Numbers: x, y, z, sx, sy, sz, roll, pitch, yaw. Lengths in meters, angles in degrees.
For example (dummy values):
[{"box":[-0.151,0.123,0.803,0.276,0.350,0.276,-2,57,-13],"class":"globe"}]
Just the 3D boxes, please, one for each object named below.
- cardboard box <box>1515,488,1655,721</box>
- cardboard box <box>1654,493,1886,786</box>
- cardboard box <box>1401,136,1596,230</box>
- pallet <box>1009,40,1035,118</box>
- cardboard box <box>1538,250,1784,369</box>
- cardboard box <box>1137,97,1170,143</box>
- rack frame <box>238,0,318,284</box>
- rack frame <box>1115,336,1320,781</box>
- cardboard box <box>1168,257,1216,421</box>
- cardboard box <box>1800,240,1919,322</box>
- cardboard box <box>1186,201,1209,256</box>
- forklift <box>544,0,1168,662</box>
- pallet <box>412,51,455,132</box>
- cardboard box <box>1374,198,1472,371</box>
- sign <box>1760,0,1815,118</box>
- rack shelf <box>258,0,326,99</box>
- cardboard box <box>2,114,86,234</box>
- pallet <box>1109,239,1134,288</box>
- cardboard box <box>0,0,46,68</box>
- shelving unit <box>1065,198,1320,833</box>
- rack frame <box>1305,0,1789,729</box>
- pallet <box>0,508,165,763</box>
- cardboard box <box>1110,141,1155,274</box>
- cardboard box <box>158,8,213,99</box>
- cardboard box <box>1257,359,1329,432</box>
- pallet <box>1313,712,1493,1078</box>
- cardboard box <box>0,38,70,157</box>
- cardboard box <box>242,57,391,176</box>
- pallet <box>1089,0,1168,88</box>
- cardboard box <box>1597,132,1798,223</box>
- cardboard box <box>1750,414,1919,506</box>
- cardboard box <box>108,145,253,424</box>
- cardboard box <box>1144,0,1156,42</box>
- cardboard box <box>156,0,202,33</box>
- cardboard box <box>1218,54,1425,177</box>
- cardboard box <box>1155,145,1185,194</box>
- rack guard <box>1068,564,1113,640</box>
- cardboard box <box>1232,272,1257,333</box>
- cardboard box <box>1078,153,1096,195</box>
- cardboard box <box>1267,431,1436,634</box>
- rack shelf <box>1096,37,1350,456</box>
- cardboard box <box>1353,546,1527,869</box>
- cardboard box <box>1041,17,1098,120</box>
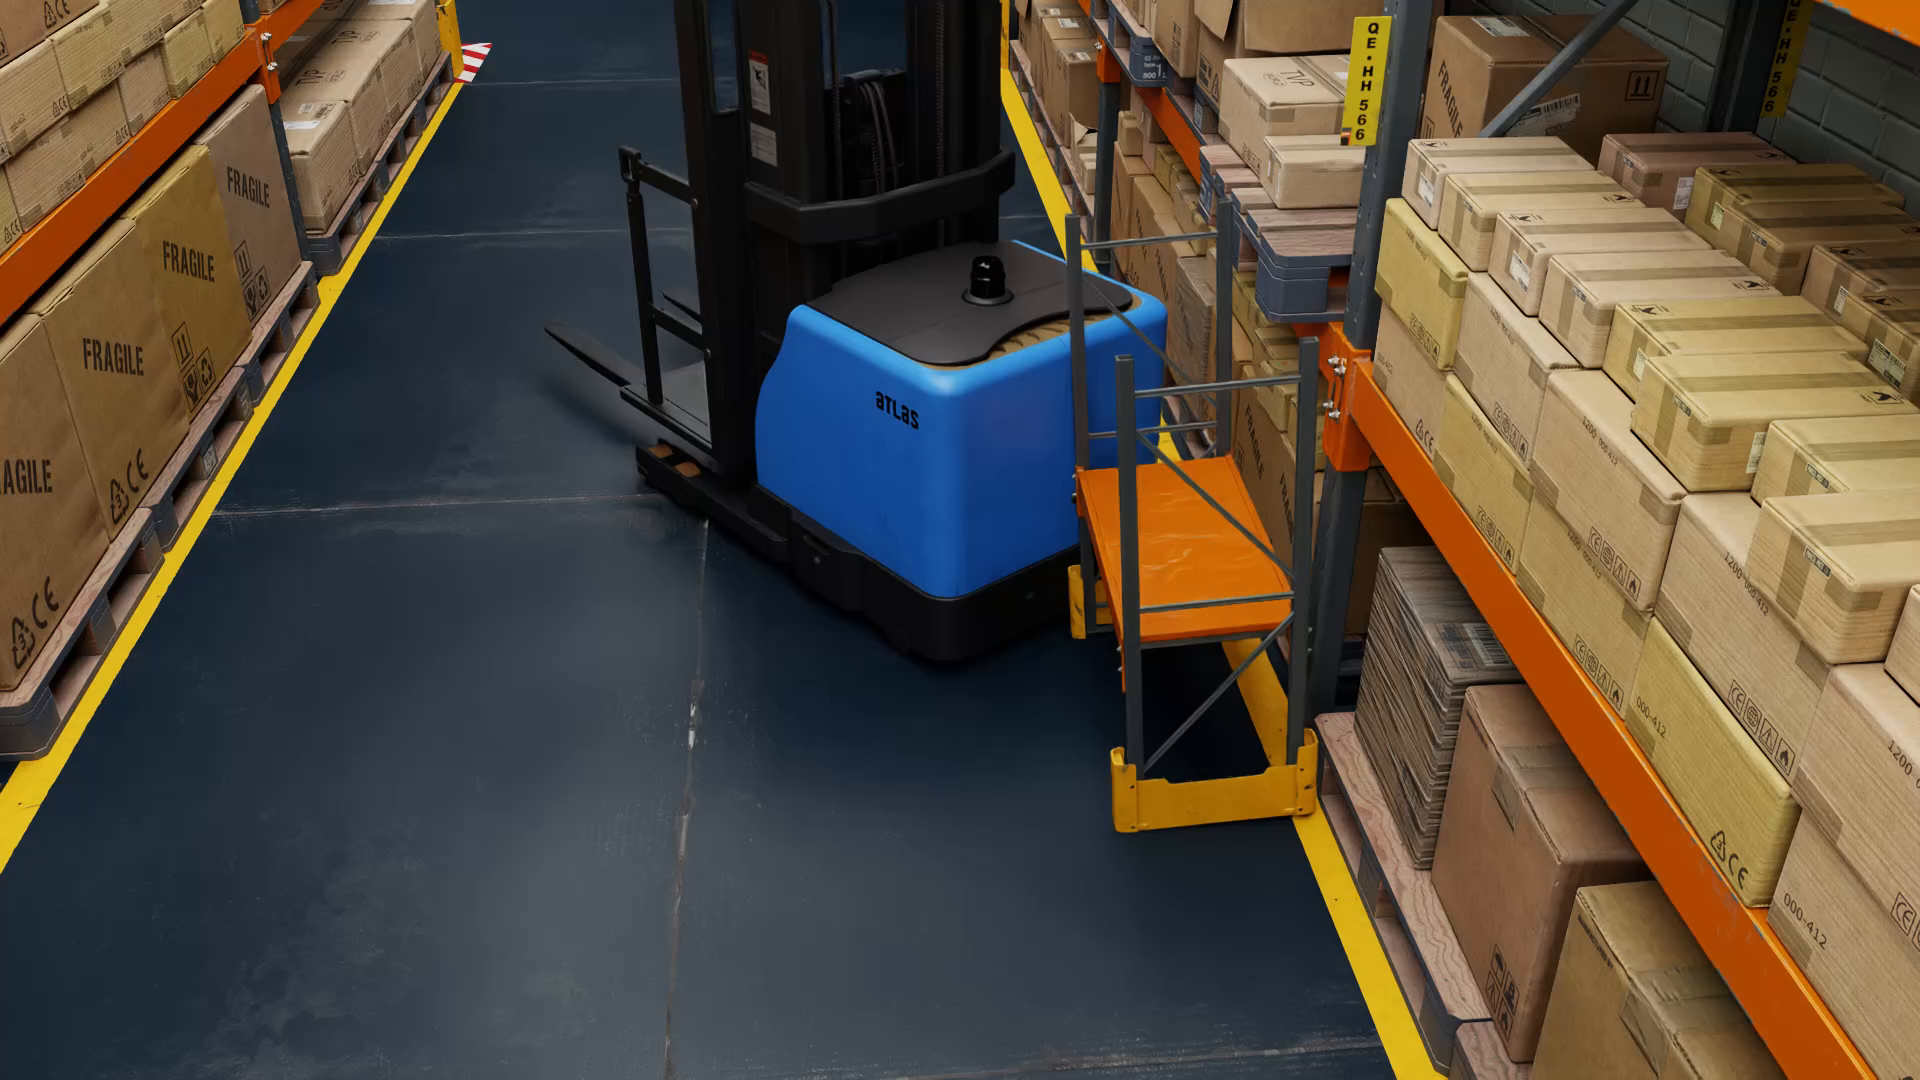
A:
[{"box":[1.465,0.095,3.312,0.500,0.250,0.500,-4,31,-6],"class":"cardboard box"},{"box":[1.517,0.144,2.742,0.500,0.250,0.500,-2,31,-4],"class":"cardboard box"},{"box":[1.306,-0.872,4.054,0.380,0.149,0.250,-2,31,-3],"class":"cardboard box"},{"box":[0.905,-3.169,11.349,1.003,0.211,1.213,-3,31,-5],"class":"pallet"},{"box":[1.419,-0.473,3.386,0.380,0.149,0.250,-2,31,-4],"class":"cardboard box"},{"box":[1.037,-1.956,7.706,0.380,0.149,0.250,-4,31,-7],"class":"cardboard box"},{"box":[-3.746,-2.530,7.560,1.000,3.000,0.127,-3,31,-5],"class":"rack frame"},{"box":[0.687,0.171,4.460,0.500,1.500,0.032,-6,31,-1],"class":"rack frame"},{"box":[1.161,-0.827,6.738,0.500,0.500,0.500,-4,31,-6],"class":"cardboard box"},{"box":[1.993,-0.507,3.443,0.380,0.149,0.250,-3,31,-6],"class":"cardboard box"},{"box":[1.149,-1.296,6.889,0.380,0.149,0.250,-2,31,-3],"class":"cardboard box"},{"box":[-0.628,-1.542,5.974,1.130,2.935,3.031,-23,38,-34],"class":"forklift"},{"box":[-3.967,-2.970,11.017,1.003,0.211,1.213,-3,31,-5],"class":"pallet"},{"box":[1.343,-0.638,4.052,0.500,0.250,0.500,-3,31,-5],"class":"cardboard box"},{"box":[2.122,-1.253,4.293,0.100,0.325,0.005,-3,31,-5],"class":"sign"},{"box":[-3.932,-3.242,9.454,1.077,0.370,4.000,-3,31,-5],"class":"rack shelf"},{"box":[-3.276,-1.214,5.504,0.500,0.250,0.500,-2,31,-3],"class":"cardboard box"},{"box":[1.310,-1.159,7.984,1.003,0.211,1.213,-3,31,-5],"class":"pallet"},{"box":[-3.263,-1.741,5.167,0.500,0.500,0.500,-2,31,-3],"class":"cardboard box"},{"box":[0.652,-0.093,4.904,0.587,1.500,1.083,-6,31,-1],"class":"shelving unit"},{"box":[1.570,-0.727,4.542,1.000,3.000,0.127,-3,31,-5],"class":"rack frame"},{"box":[-3.371,0.304,5.536,1.003,0.211,1.213,-3,31,-5],"class":"pallet"},{"box":[1.017,-1.619,8.063,0.500,0.500,0.500,-1,31,-2],"class":"cardboard box"},{"box":[-3.406,-1.988,6.800,0.500,0.250,0.500,-3,31,-5],"class":"cardboard box"},{"box":[1.215,-0.491,5.542,0.380,0.149,0.250,-4,31,-7],"class":"cardboard box"},{"box":[1.608,0.892,4.551,1.003,0.211,1.213,-3,31,-5],"class":"pallet"},{"box":[-3.255,-1.427,5.373,0.500,0.250,0.500,-3,31,-5],"class":"cardboard box"},{"box":[-3.782,-2.393,9.420,0.875,0.438,0.875,-4,31,-6],"class":"cardboard box"},{"box":[1.162,-2.274,7.319,1.003,0.211,1.213,-3,31,-5],"class":"pallet"},{"box":[1.802,-0.892,4.089,0.380,0.149,0.250,-2,31,-3],"class":"cardboard box"},{"box":[1.558,-0.085,2.737,0.380,0.149,0.250,-3,31,-5],"class":"cardboard box"},{"box":[-3.516,-1.024,6.702,0.875,0.875,0.875,-2,31,-3],"class":"cardboard box"},{"box":[0.944,-2.164,6.670,0.396,0.266,0.258,-1,31,-2],"class":"cardboard box"},{"box":[-3.408,-2.212,6.686,0.500,0.250,0.500,-2,31,-3],"class":"cardboard box"},{"box":[1.149,-1.366,5.349,0.500,0.250,0.500,-4,31,-7],"class":"cardboard box"},{"box":[1.103,-1.691,7.551,0.380,0.149,0.250,-4,31,-7],"class":"cardboard box"},{"box":[0.666,0.186,5.652,0.587,0.250,0.087,-6,31,-1],"class":"rack guard"},{"box":[1.231,-0.892,6.213,0.380,0.149,0.250,-3,31,-5],"class":"cardboard box"},{"box":[0.852,-1.996,9.037,0.380,0.149,0.250,-4,31,-6],"class":"cardboard box"},{"box":[1.316,-0.040,5.420,0.500,0.500,0.500,-2,31,-3],"class":"cardboard box"},{"box":[1.383,-1.439,6.436,1.077,0.370,4.000,-3,31,-5],"class":"rack shelf"},{"box":[1.614,0.431,4.509,0.875,0.625,0.625,-2,31,-3],"class":"cardboard box"},{"box":[0.776,-2.889,10.190,0.500,0.500,0.500,-2,31,-4],"class":"cardboard box"}]
